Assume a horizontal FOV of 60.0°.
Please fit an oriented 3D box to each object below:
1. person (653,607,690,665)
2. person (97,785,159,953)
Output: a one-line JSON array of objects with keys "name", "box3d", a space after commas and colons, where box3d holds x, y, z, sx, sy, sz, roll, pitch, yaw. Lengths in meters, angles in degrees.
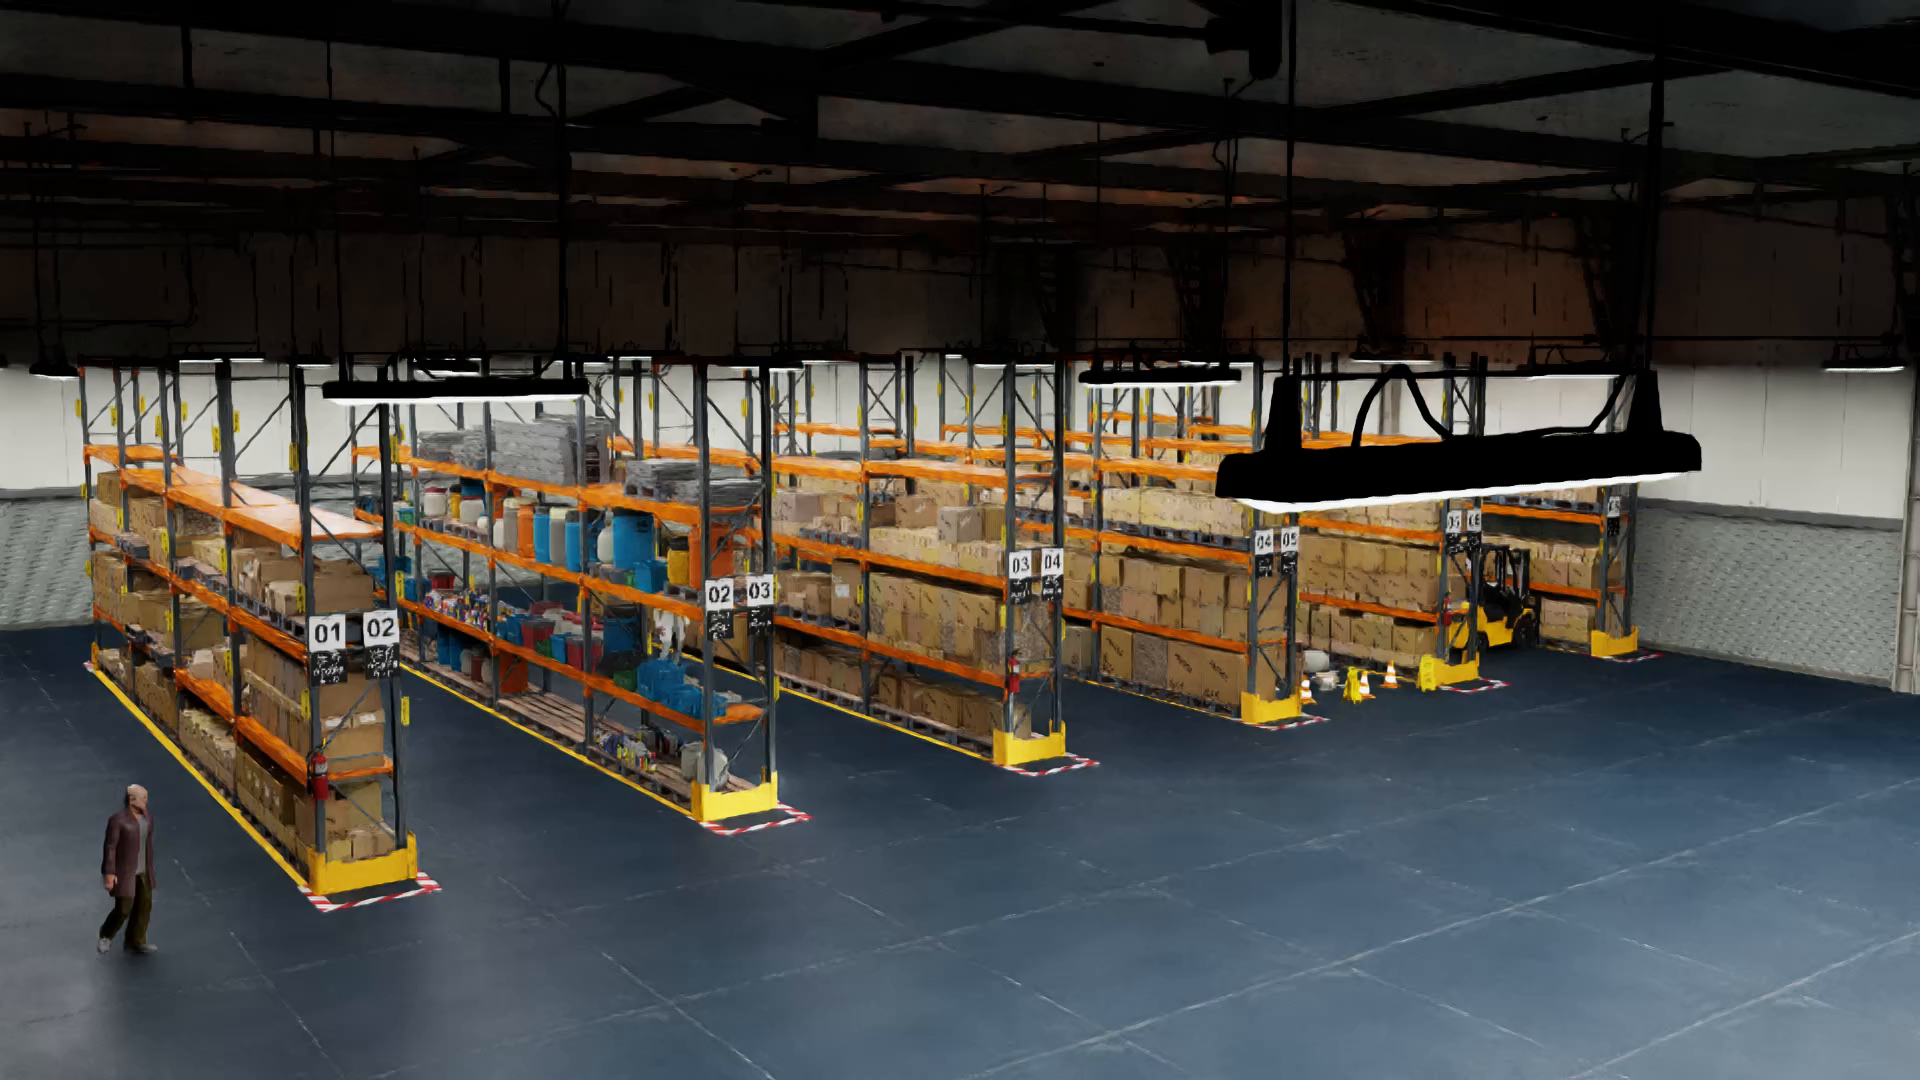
[{"name": "person", "box3d": [-5.472, 1.663, 31.493, 0.729, 1.734, 0.546, -5, 9, -36]}, {"name": "person", "box3d": [-8.601, 3.387, 17.126, 0.594, 1.769, 0.625, 3, 7, 20]}]
